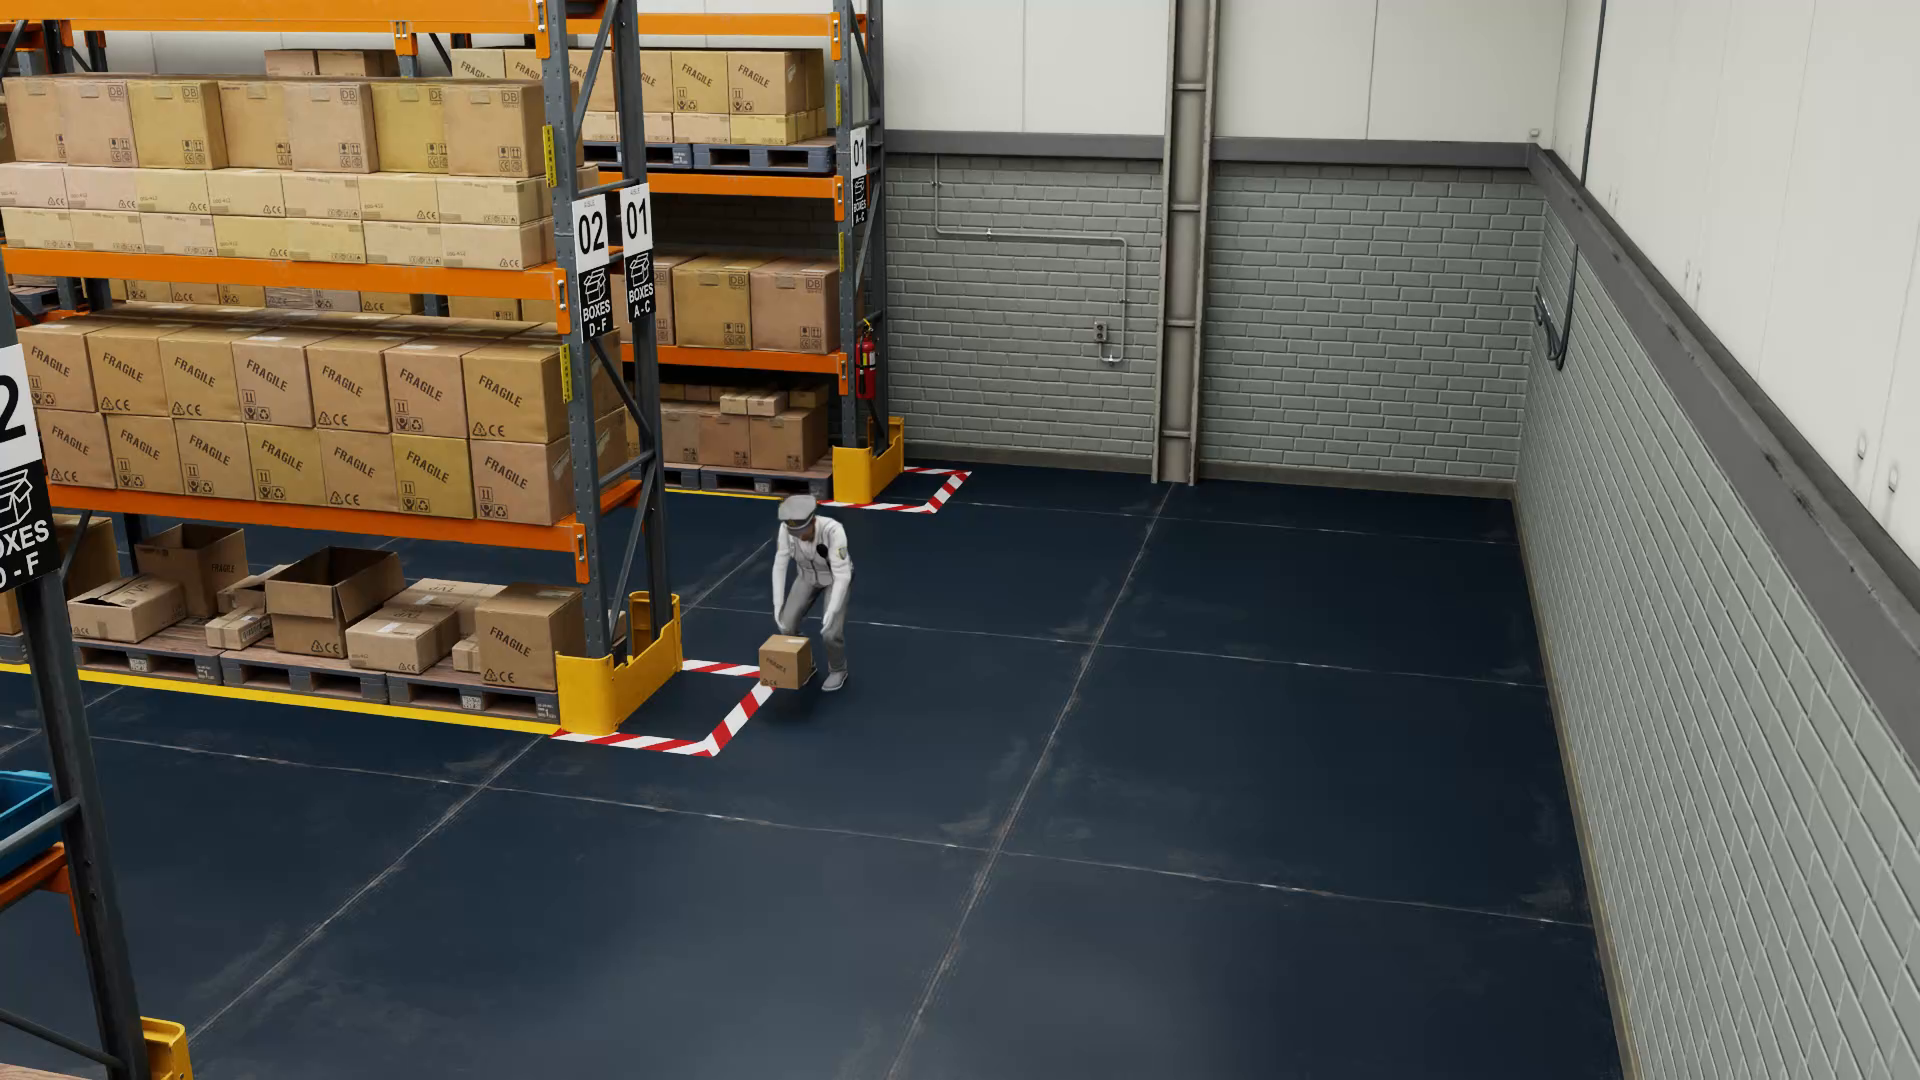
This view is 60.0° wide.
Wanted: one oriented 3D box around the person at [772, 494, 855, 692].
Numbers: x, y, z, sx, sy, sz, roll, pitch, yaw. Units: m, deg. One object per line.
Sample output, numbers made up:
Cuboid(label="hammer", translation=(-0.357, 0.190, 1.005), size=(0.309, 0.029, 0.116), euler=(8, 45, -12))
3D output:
Cuboid(label="person", translation=(-0.914, 0.317, 10.617), size=(0.535, 1.349, 0.723), euler=(7, 20, 20))
